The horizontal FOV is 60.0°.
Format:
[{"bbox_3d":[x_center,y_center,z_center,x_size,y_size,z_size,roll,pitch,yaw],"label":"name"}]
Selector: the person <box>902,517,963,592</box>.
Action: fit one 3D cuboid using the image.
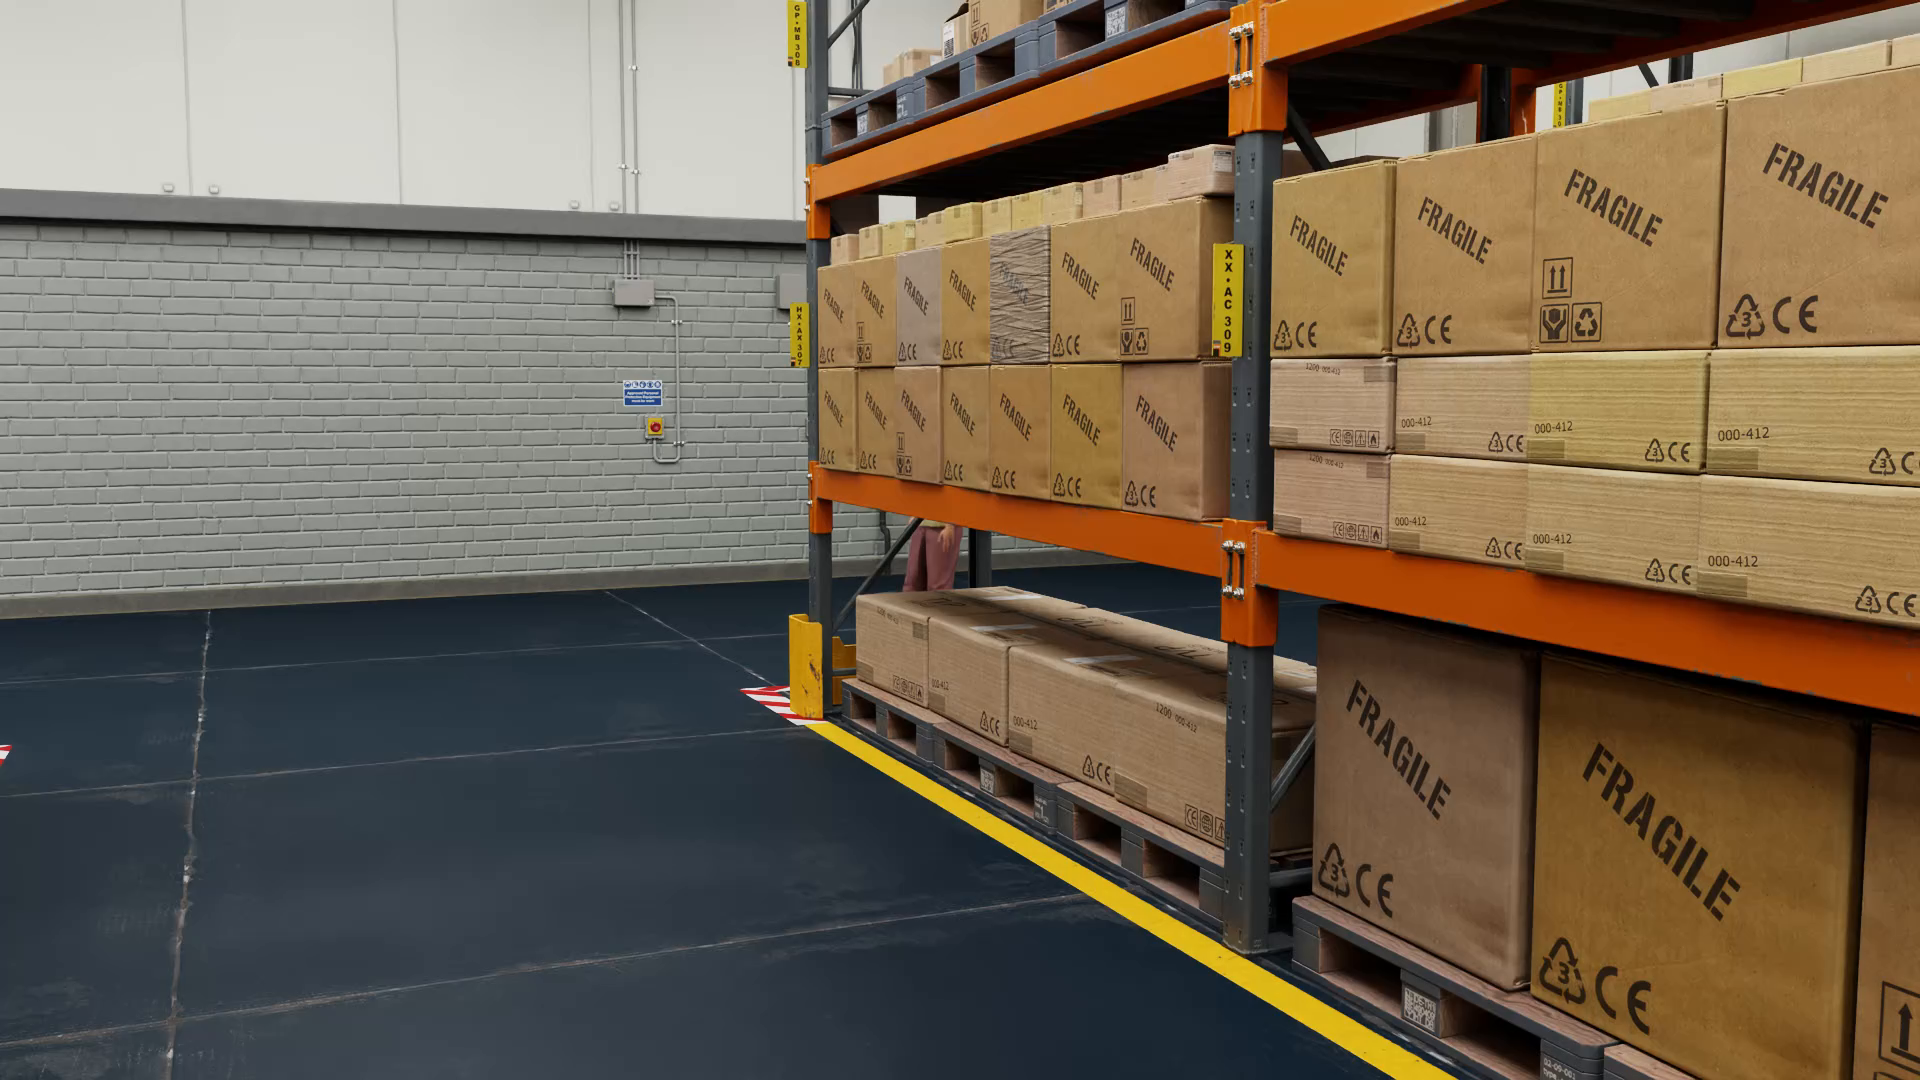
[{"bbox_3d":[-0.198,-0.064,10.041,0.549,1.674,0.550,-3,6,-27],"label":"person"}]
